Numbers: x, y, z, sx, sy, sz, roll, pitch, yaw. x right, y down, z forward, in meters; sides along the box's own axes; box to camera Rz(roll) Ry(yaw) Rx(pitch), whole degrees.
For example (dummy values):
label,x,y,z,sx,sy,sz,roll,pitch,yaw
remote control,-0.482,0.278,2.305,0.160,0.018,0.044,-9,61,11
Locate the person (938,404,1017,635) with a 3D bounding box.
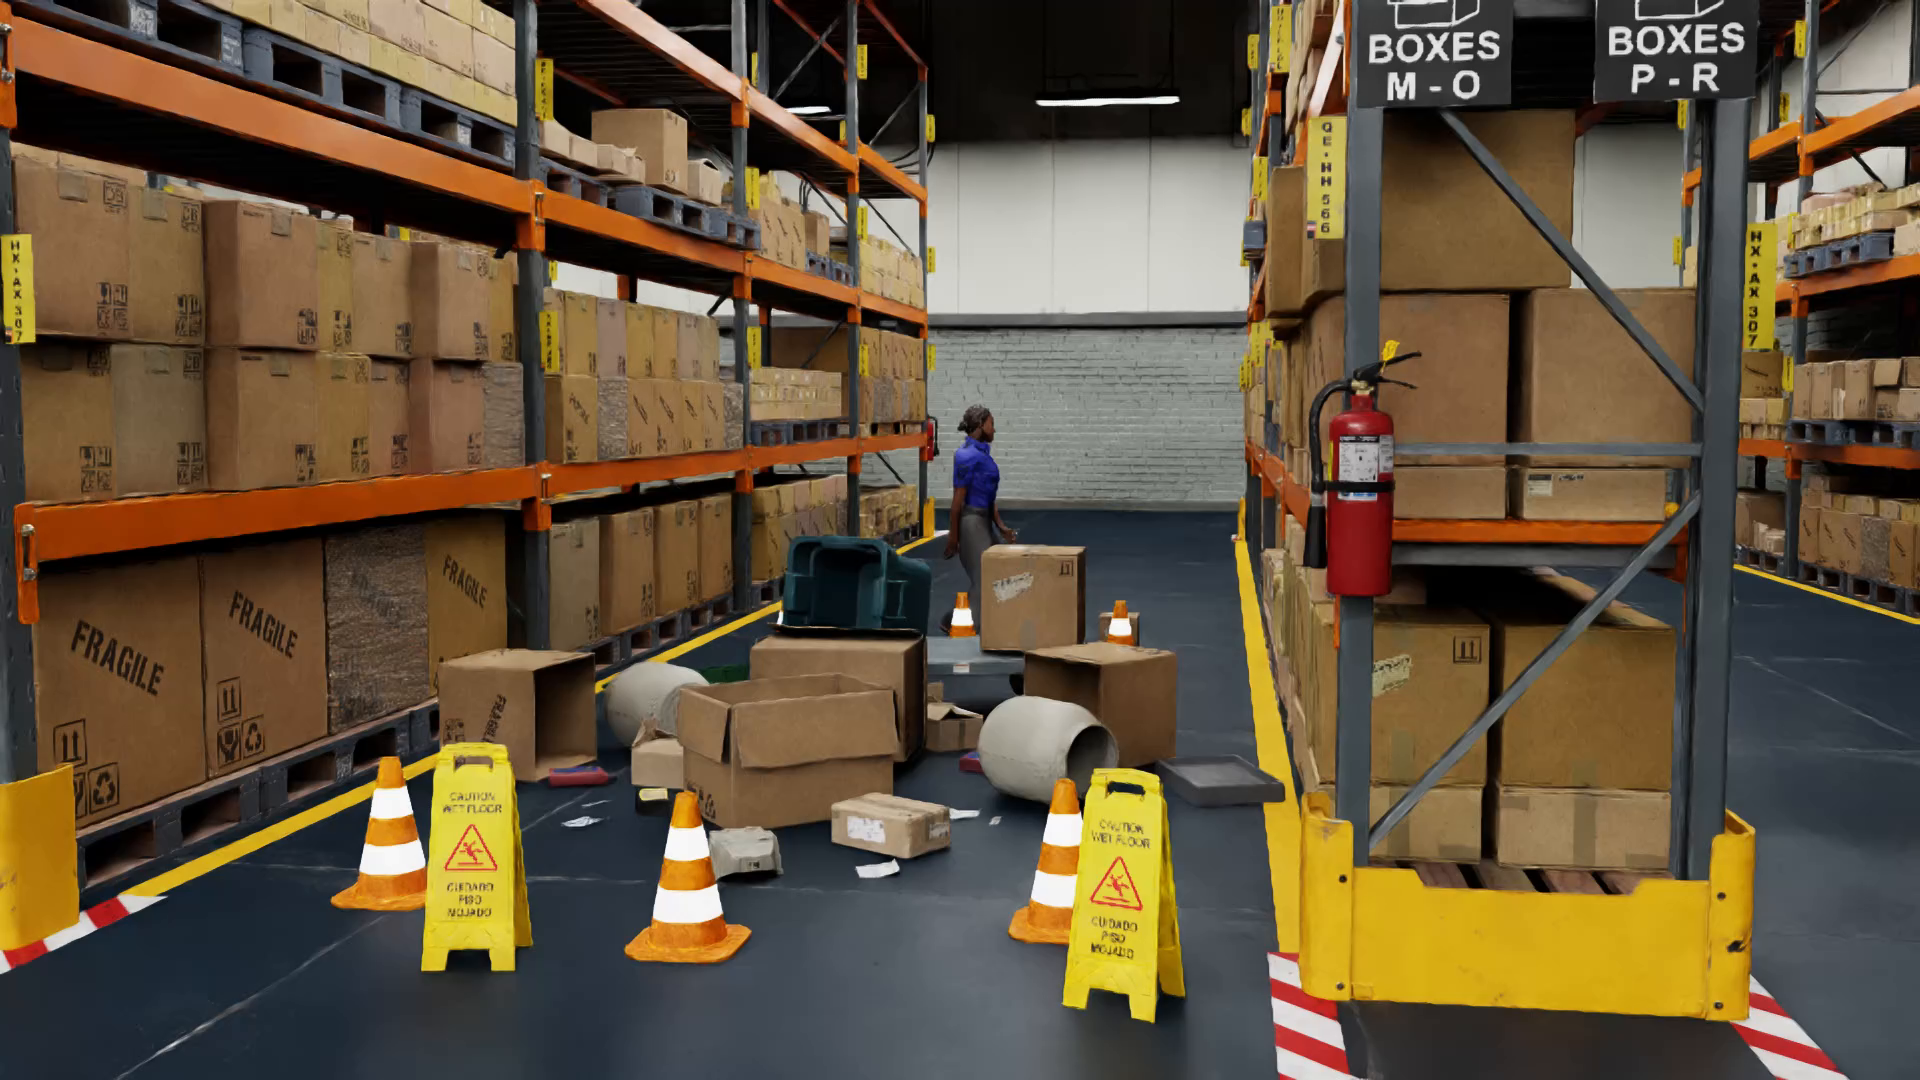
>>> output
label,x,y,z,sx,sy,sz,roll,pitch,yaw
person,0.076,-0.053,10.572,0.538,1.614,0.667,1,5,10
